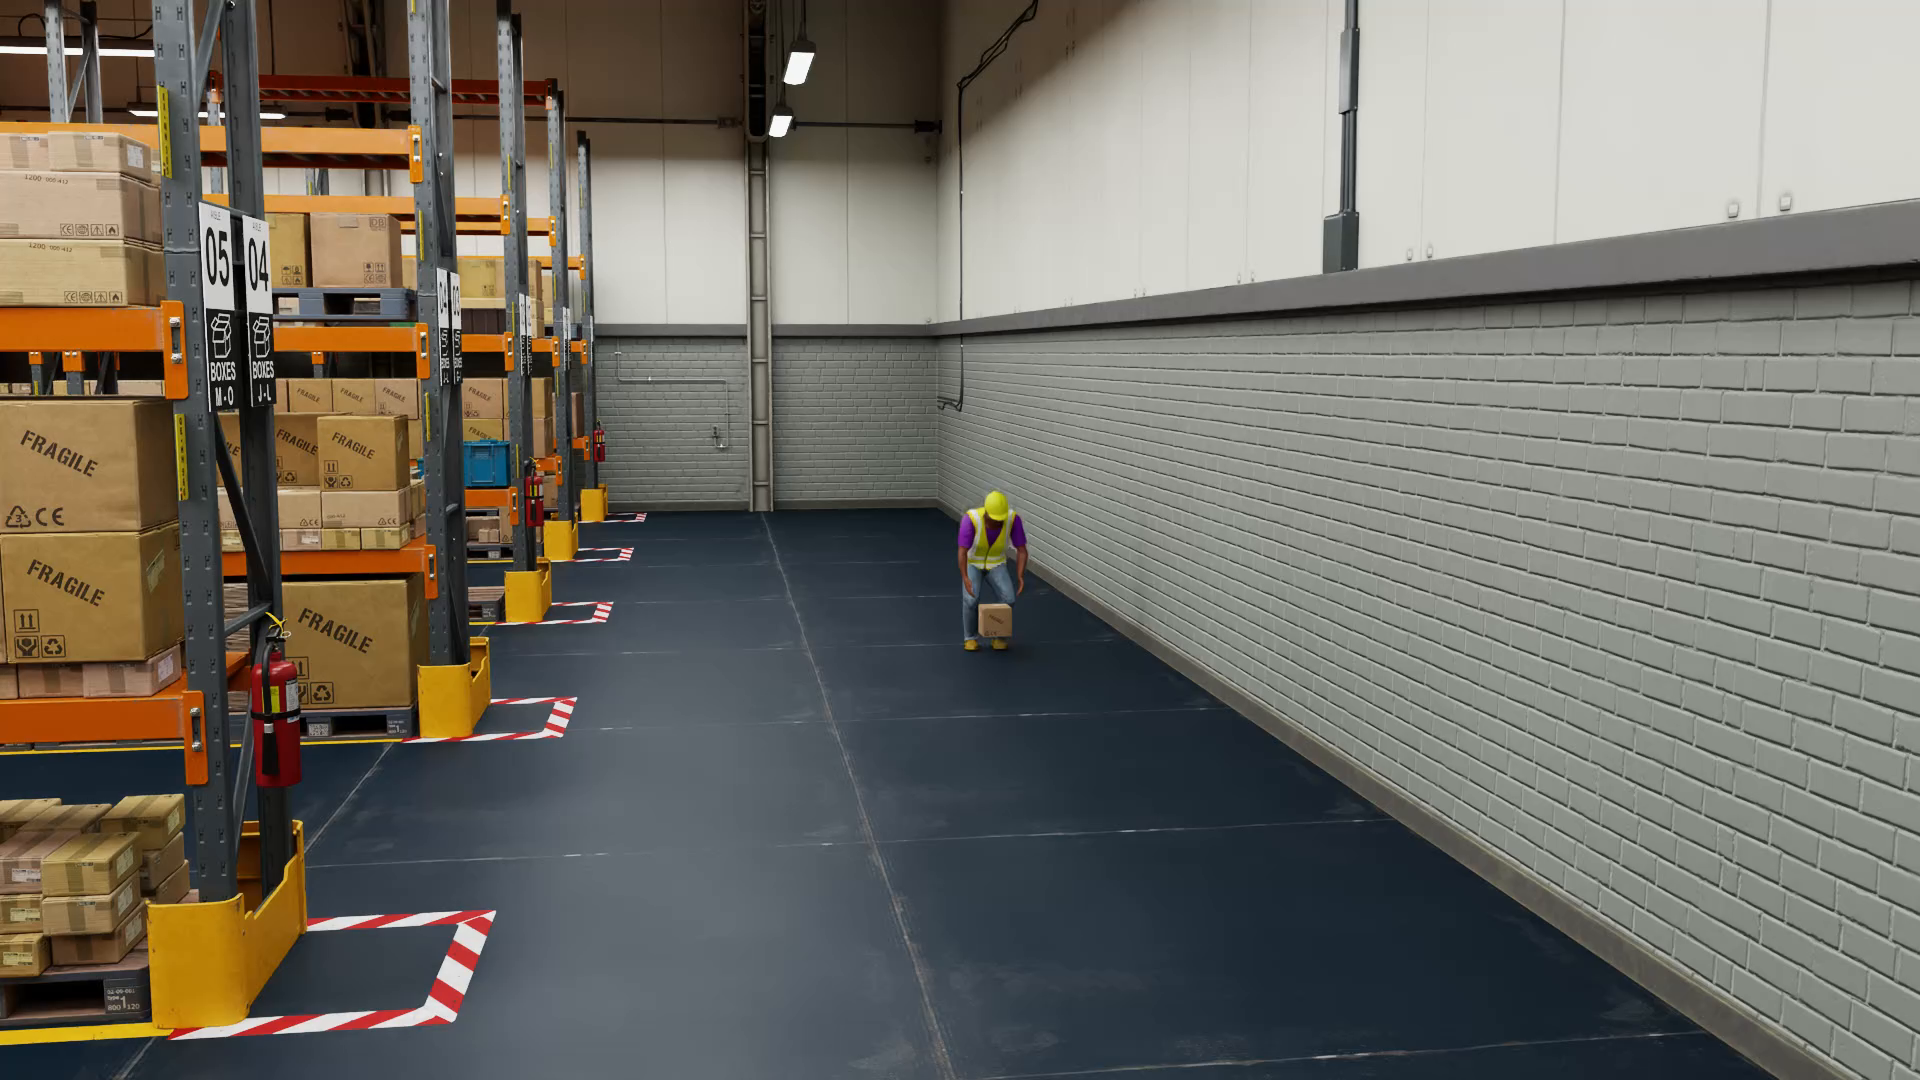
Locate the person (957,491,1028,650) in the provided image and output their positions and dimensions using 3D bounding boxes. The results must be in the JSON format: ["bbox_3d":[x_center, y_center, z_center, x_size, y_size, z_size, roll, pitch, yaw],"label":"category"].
[{"bbox_3d":[0.275,0.263,14.766,0.631,1.433,0.745,-1,7,-9],"label":"person"}]
